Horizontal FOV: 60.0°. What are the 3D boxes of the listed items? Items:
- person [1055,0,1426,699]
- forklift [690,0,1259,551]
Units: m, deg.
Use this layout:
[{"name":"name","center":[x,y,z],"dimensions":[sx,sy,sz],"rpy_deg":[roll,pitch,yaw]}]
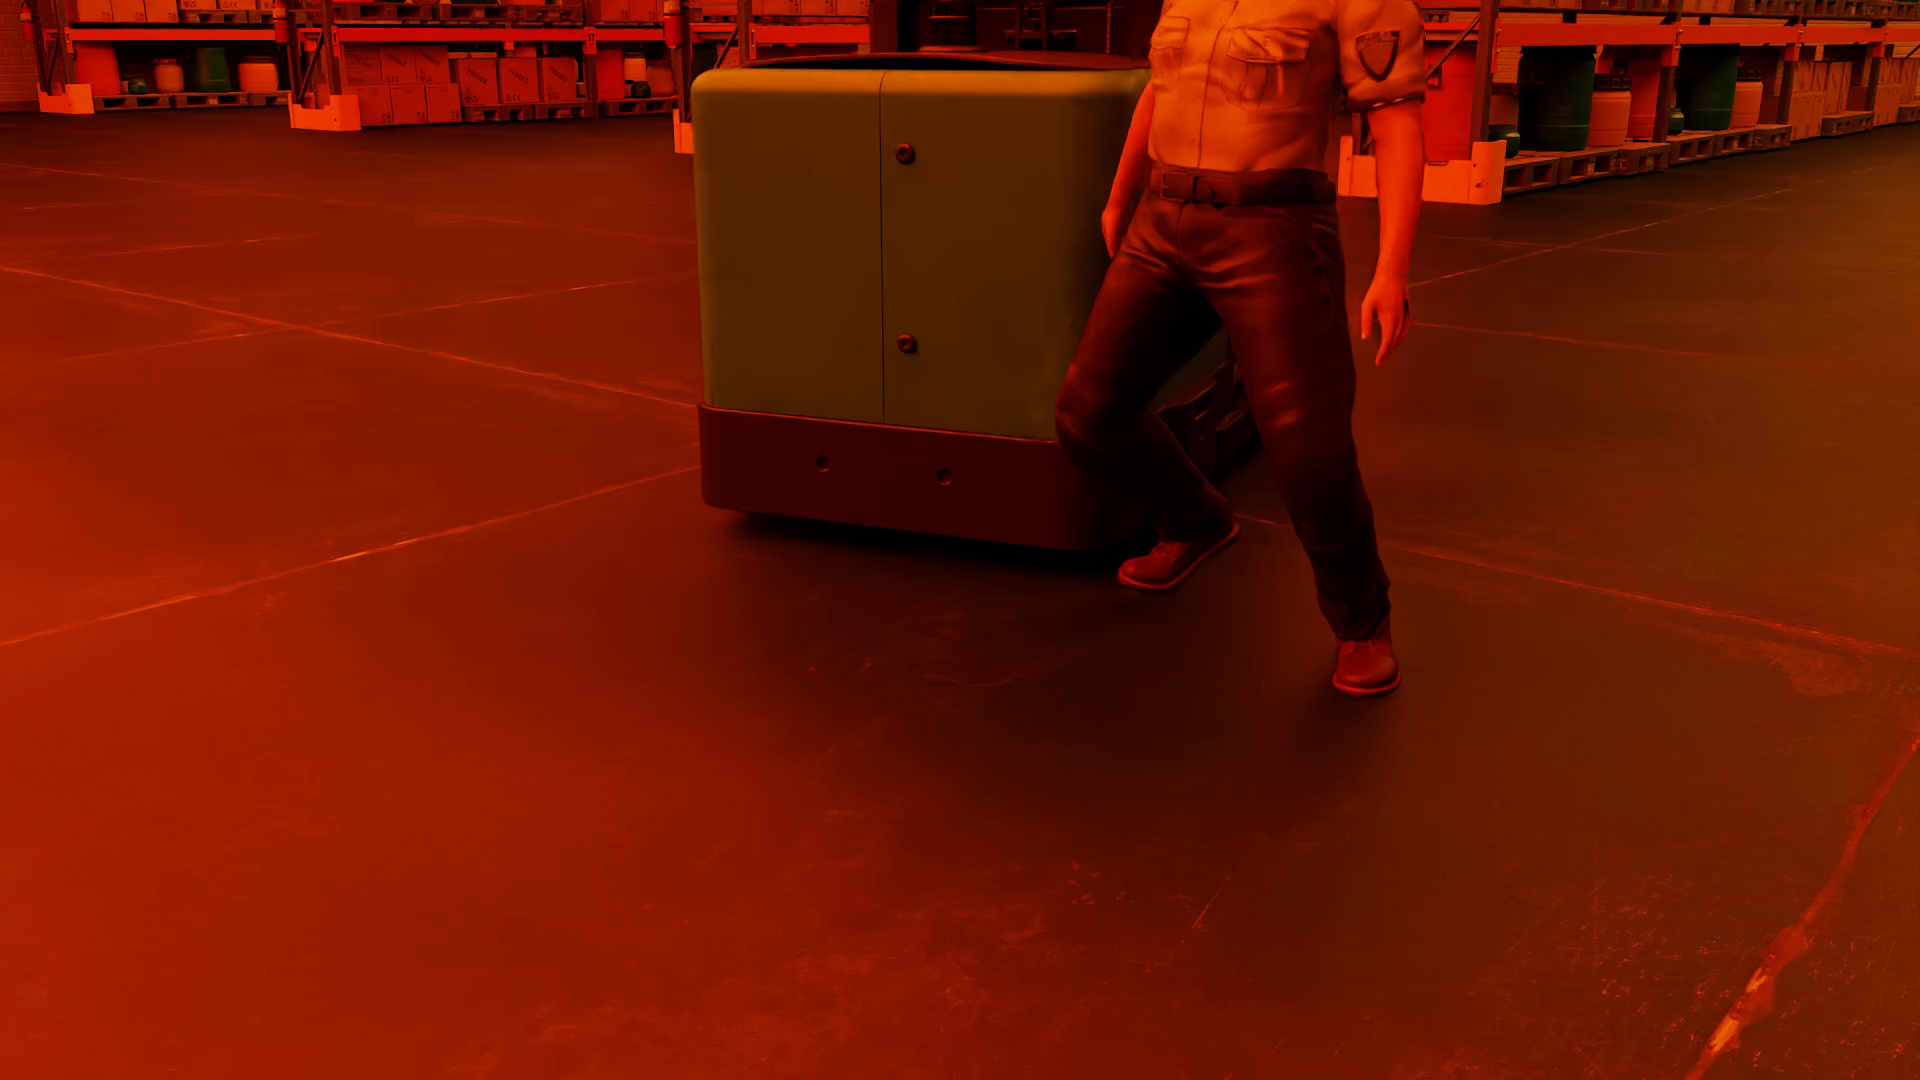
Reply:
[{"name":"person","center":[0.516,-0.548,3.080],"dimensions":[0.485,1.573,0.827],"rpy_deg":[-13,21,-37]},{"name":"forklift","center":[0.420,-1.764,4.707],"dimensions":[1.130,2.935,3.031],"rpy_deg":[7,18,22]}]
